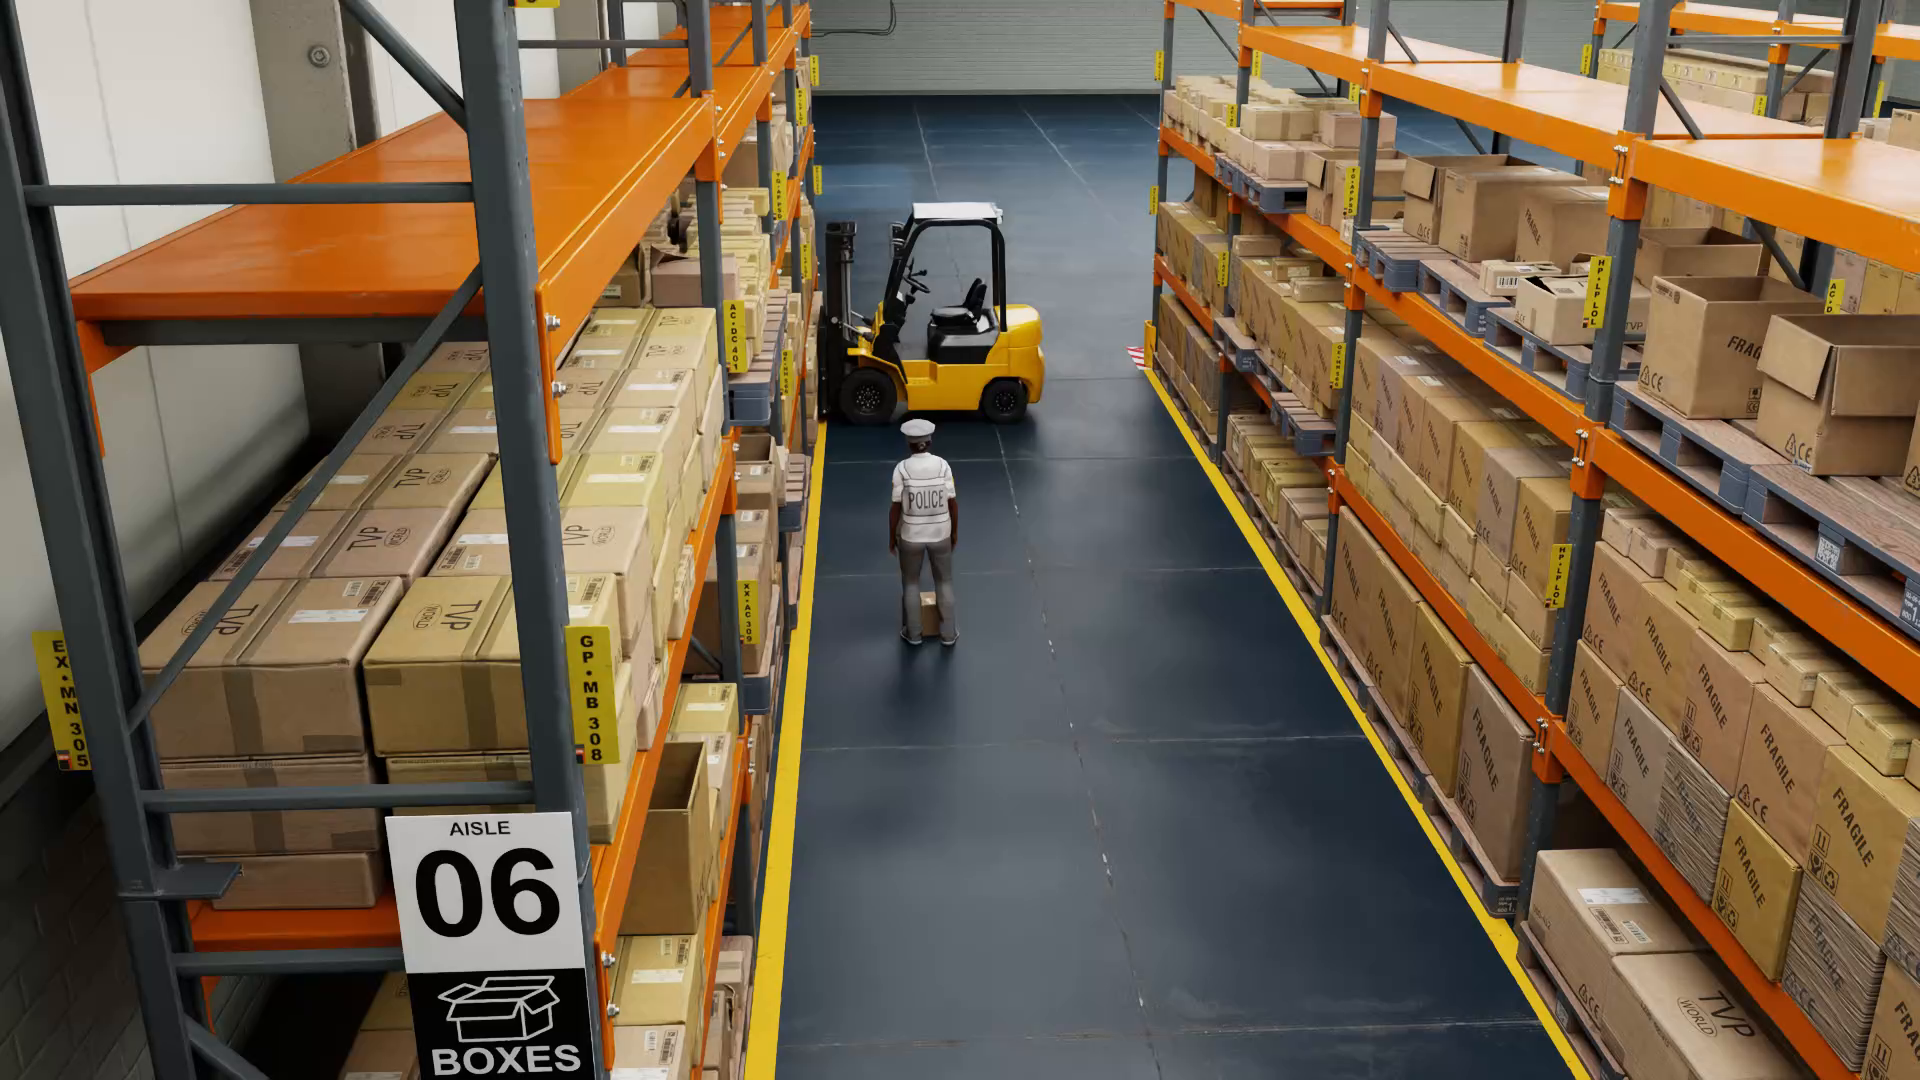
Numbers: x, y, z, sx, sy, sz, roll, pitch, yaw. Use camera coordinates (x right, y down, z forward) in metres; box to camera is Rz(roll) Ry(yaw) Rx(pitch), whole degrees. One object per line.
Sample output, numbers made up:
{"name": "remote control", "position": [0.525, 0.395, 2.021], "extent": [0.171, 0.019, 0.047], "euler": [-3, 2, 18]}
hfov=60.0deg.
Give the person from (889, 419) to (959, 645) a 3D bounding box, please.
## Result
{"name": "person", "position": [-0.254, -0.030, 11.976], "extent": [0.521, 1.659, 0.417], "euler": [-3, 21, -9]}
